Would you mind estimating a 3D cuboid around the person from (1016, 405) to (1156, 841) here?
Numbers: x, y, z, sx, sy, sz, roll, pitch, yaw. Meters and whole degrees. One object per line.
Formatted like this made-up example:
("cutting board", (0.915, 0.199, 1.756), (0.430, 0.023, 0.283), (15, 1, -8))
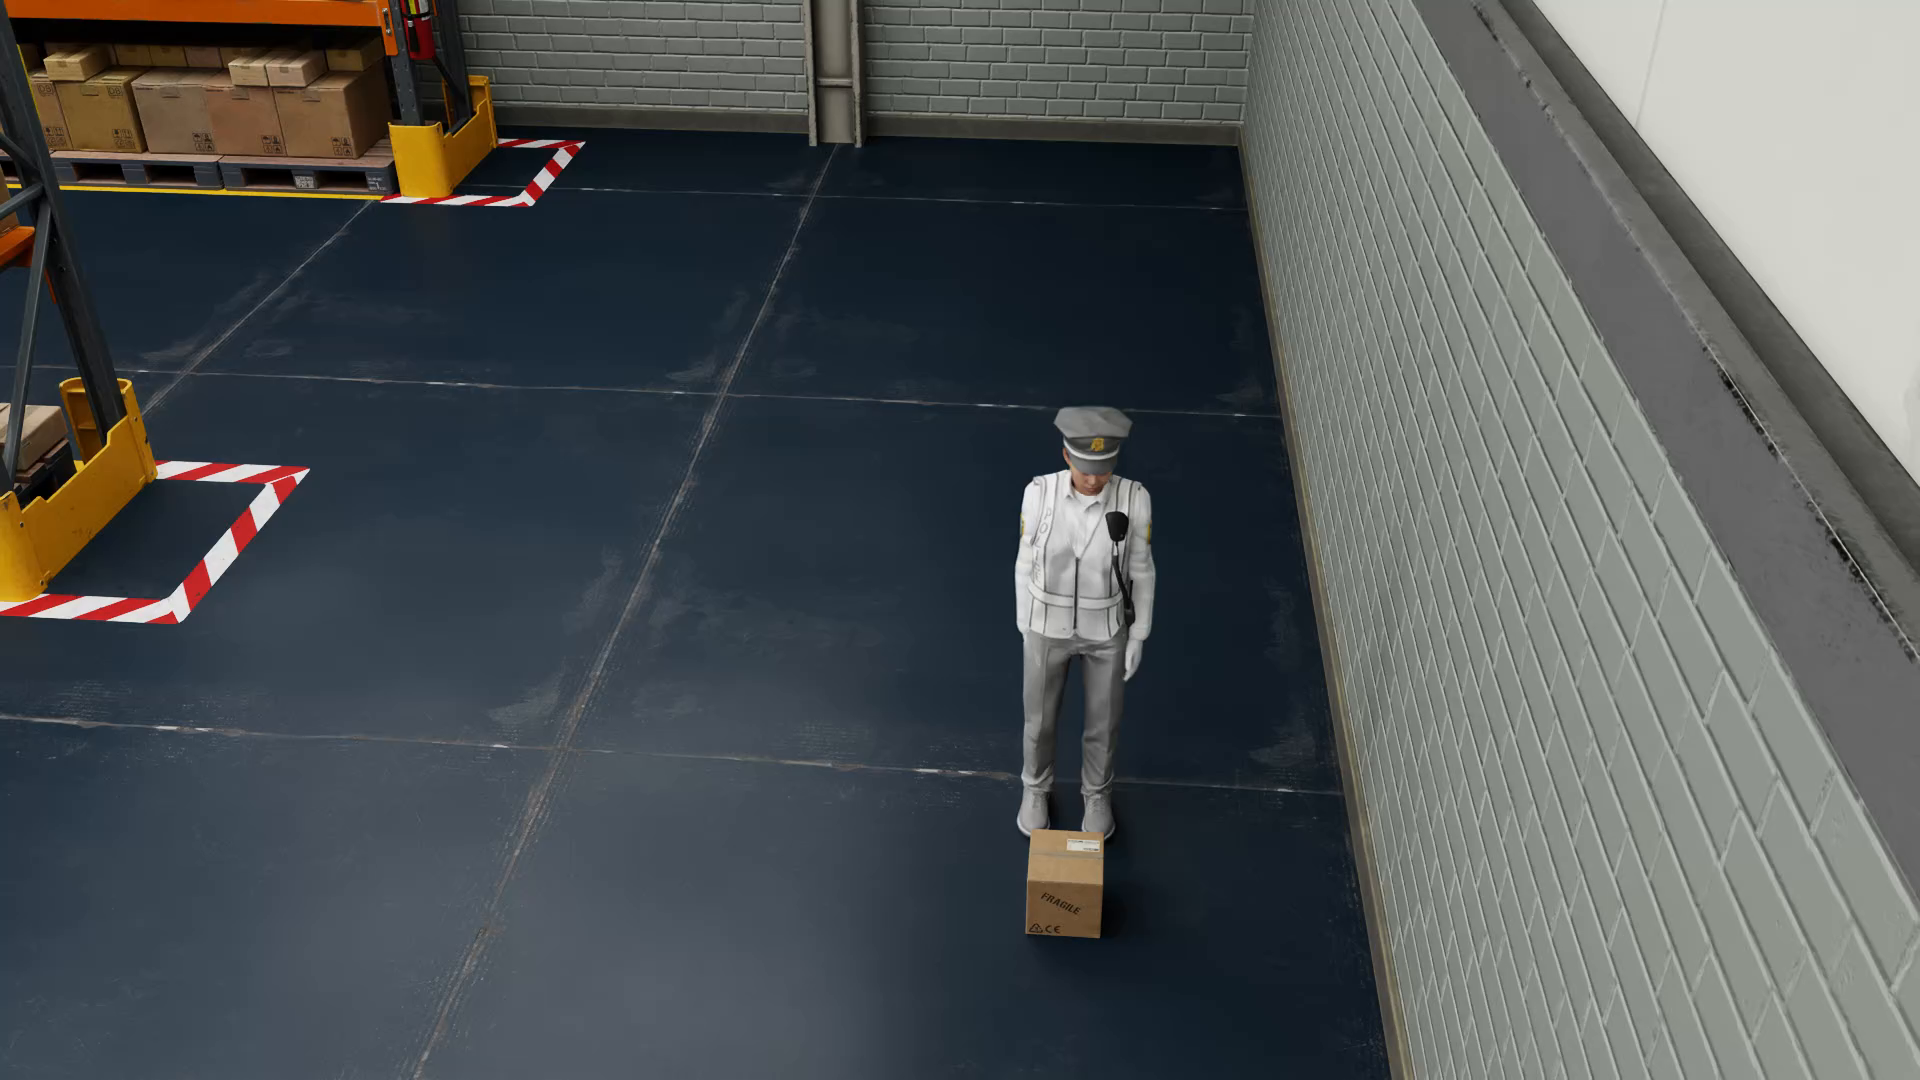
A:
("person", (0.415, 0.314, 5.641), (0.469, 1.663, 0.328), (3, 32, 5))
